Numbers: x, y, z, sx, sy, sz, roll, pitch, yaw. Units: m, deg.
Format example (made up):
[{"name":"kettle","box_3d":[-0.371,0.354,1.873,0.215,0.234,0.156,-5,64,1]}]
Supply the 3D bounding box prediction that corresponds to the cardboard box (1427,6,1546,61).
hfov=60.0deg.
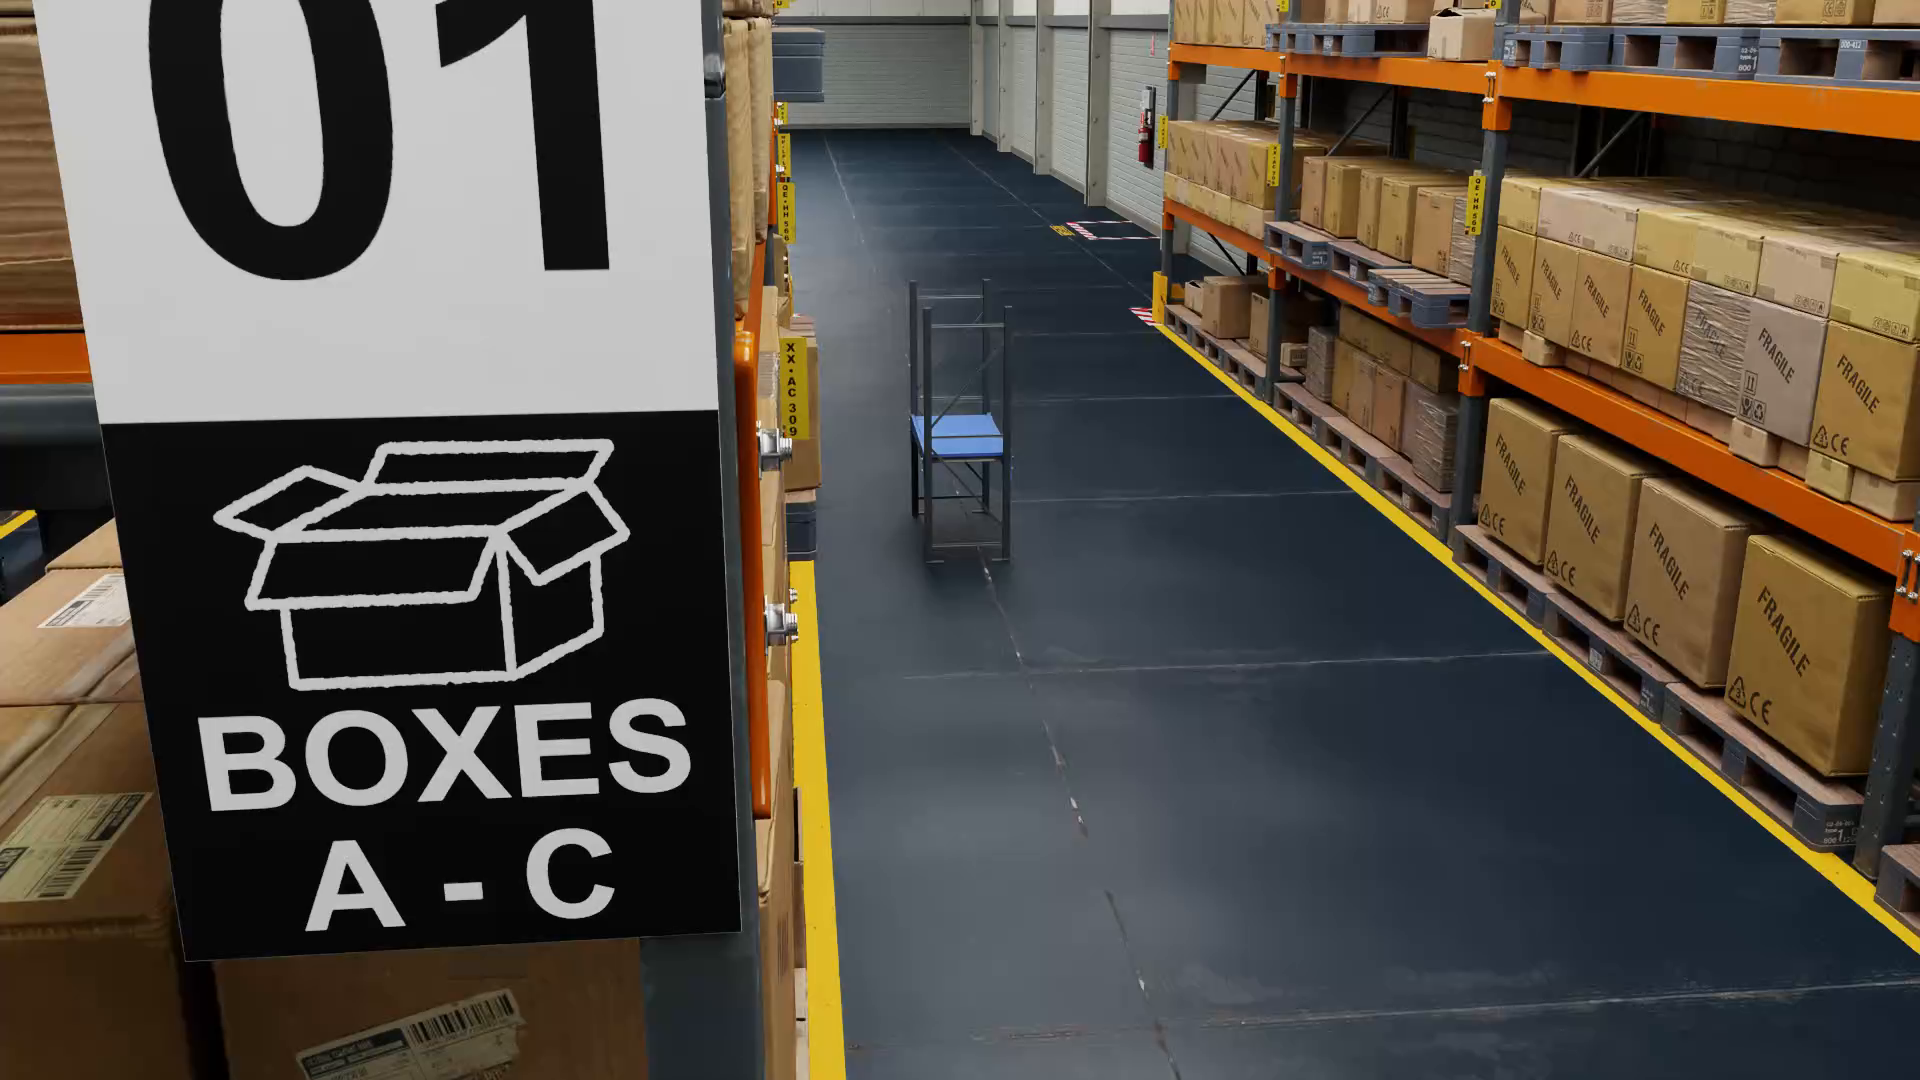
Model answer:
[{"name":"cardboard box","box_3d":[3.103,-2.994,9.815,0.500,0.311,0.500,-2,18,-6]}]

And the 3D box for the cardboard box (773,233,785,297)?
[{"name":"cardboard box","box_3d":[-1.304,-1.300,8.442,0.700,0.500,0.500,-8,19,-24]}]

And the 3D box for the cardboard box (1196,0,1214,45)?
[{"name":"cardboard box","box_3d":[2.484,-4.839,15.374,0.500,0.500,0.500,-1,17,-3]}]

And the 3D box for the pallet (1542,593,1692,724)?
[{"name":"pallet","box_3d":[3.575,0.540,8.104,1.003,0.211,1.213,-2,18,-6]}]

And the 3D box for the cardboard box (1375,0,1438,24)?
[{"name":"cardboard box","box_3d":[3.137,-3.728,11.169,0.500,0.500,0.500,-2,18,-8]}]

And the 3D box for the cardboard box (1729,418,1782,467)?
[{"name":"cardboard box","box_3d":[3.425,-0.410,6.861,0.380,0.149,0.250,-2,18,-6]}]

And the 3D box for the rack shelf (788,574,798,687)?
[{"name":"rack shelf","box_3d":[-0.862,0.895,3.520,1.077,0.370,4.000,-2,18,-6]}]

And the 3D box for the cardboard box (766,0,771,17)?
[{"name":"cardboard box","box_3d":[-0.700,-1.357,3.899,0.500,0.250,0.500,-2,18,-6]}]

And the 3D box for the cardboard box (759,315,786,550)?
[{"name":"cardboard box","box_3d":[-0.703,-0.274,4.205,0.500,0.500,0.500,-2,18,-7]}]

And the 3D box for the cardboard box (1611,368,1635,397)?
[{"name":"cardboard box","box_3d":[3.410,-0.792,8.078,0.380,0.149,0.250,-2,17,-5]}]

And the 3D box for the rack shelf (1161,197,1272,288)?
[{"name":"rack shelf","box_3d":[2.827,-2.834,15.399,1.077,0.370,4.000,-2,18,-6]}]

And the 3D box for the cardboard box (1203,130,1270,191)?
[{"name":"cardboard box","box_3d":[2.524,-3.463,15.164,0.500,0.500,0.500,-1,17,-4]}]

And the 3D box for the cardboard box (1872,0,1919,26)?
[{"name":"cardboard box","box_3d":[3.877,-2.153,6.117,0.700,0.500,0.500,-3,18,-9]}]

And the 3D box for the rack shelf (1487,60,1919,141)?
[{"name":"rack shelf","box_3d":[3.652,-1.882,7.358,1.077,0.370,4.000,-2,18,-6]}]

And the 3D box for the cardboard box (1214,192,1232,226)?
[{"name":"cardboard box","box_3d":[2.572,-2.950,14.782,0.500,0.250,0.500,-2,18,-6]}]

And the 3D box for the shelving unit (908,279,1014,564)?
[{"name":"shelving unit","box_3d":[-0.009,-0.741,10.033,0.538,1.500,1.048,-2,18,-6]}]

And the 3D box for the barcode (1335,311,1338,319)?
[{"name":"barcode","box_3d":[3.216,-1.920,14.190,0.001,0.075,0.075,-2,18,-6]}]

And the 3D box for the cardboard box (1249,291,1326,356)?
[{"name":"cardboard box","box_3d":[2.886,-1.907,14.683,0.500,0.500,0.500,-3,18,-10]}]

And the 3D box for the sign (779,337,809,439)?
[{"name":"sign","box_3d":[-0.530,-0.476,5.241,0.100,0.325,0.005,-2,18,-6]}]

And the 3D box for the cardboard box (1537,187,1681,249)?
[{"name":"cardboard box","box_3d":[3.292,-1.644,8.456,0.500,0.250,0.500,-2,18,-6]}]

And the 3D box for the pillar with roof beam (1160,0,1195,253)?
[{"name":"pillar with roof beam","box_3d":[-1.348,-8.109,20.982,9.100,9.000,0.400,-2,18,-6]}]

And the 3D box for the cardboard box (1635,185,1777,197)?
[{"name":"cardboard box","box_3d":[3.800,-1.666,8.525,0.500,0.250,0.500,-2,18,-7]}]

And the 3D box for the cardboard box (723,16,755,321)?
[{"name":"cardboard box","box_3d":[-0.456,-0.373,1.600,0.500,0.250,0.500,-2,18,-6]}]

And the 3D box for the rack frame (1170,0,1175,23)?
[{"name":"rack frame","box_3d":[2.621,-6.636,16.290,1.000,3.000,0.127,-2,18,-6]}]

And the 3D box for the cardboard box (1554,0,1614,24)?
[{"name":"cardboard box","box_3d":[3.552,-2.939,8.621,0.700,0.500,0.500,-3,18,-10]}]

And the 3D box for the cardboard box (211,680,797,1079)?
[{"name":"cardboard box","box_3d":[-0.440,0.482,1.796,0.500,0.500,0.500,-1,17,-4]}]

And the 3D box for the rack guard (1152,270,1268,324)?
[{"name":"rack guard","box_3d":[2.628,-2.558,17.491,1.175,0.500,0.348,-2,18,-6]}]

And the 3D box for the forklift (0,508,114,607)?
[{"name":"forklift","box_3d":[-4.290,-0.913,8.190,1.130,2.935,3.031,1,17,3]}]

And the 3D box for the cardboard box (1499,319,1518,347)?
[{"name":"cardboard box","box_3d":[3.249,-1.175,9.297,0.380,0.149,0.250,-2,18,-6]}]

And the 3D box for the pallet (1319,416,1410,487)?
[{"name":"pallet","box_3d":[3.244,-0.655,11.912,1.003,0.211,1.213,-2,18,-6]}]

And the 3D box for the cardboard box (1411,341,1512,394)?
[{"name":"cardboard box","box_3d":[3.323,-1.150,11.018,0.500,0.250,0.500,-1,17,-5]}]

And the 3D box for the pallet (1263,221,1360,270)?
[{"name":"pallet","box_3d":[2.967,-2.258,12.682,1.003,0.211,1.213,-2,18,-6]}]

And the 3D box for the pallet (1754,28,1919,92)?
[{"name":"pallet","box_3d":[3.715,-1.810,6.246,0.805,0.209,1.217,-2,18,-8]}]

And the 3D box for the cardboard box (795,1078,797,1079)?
[{"name":"cardboard box","box_3d":[-0.440,0.959,1.946,0.500,0.500,0.500,-1,17,-4]}]

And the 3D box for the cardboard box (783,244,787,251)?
[{"name":"cardboard box","box_3d":[-1.955,-2.715,16.455,0.500,0.500,0.500,-2,18,-6]}]

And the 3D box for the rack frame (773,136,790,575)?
[{"name":"rack frame","box_3d":[-1.481,-1.236,9.106,1.000,3.000,0.127,-2,18,-6]}]

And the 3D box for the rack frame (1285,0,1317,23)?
[{"name":"rack frame","box_3d":[3.033,-5.444,12.494,1.000,3.000,0.127,-2,18,-6]}]

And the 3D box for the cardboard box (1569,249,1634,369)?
[{"name":"cardboard box","box_3d":[3.336,-1.132,8.079,0.500,0.500,0.500,-2,18,-6]}]

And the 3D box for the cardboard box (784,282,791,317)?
[{"name":"cardboard box","box_3d":[-1.630,-1.822,13.610,0.500,0.500,0.500,-2,18,-6]}]

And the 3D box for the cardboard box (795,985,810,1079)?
[{"name":"cardboard box","box_3d":[-0.650,1.413,4.422,0.500,0.311,0.500,-2,18,-6]}]

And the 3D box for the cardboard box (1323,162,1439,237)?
[{"name":"cardboard box","box_3d":[3.102,-2.520,12.295,0.700,0.500,0.500,0,17,0]}]

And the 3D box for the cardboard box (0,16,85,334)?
[{"name":"cardboard box","box_3d":[-0.971,-0.357,1.549,0.500,0.250,0.500,-2,18,-6]}]

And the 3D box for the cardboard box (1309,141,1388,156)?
[{"name":"cardboard box","box_3d":[3.192,-3.024,13.767,0.500,0.500,0.500,-2,18,-7]}]

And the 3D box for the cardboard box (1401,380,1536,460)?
[{"name":"cardboard box","box_3d":[3.382,-0.777,11.084,0.700,0.500,0.500,-2,18,-6]}]

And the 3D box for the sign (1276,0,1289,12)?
[{"name":"sign","box_3d":[2.494,-4.241,12.806,0.100,0.325,0.005,-2,18,-6]}]

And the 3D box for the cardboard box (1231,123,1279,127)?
[{"name":"cardboard box","box_3d":[2.923,-3.785,16.191,0.500,0.500,0.500,-2,17,-5]}]

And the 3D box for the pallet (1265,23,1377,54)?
[{"name":"pallet","box_3d":[2.991,-3.736,12.376,1.213,0.211,1.003,-2,18,-6]}]
